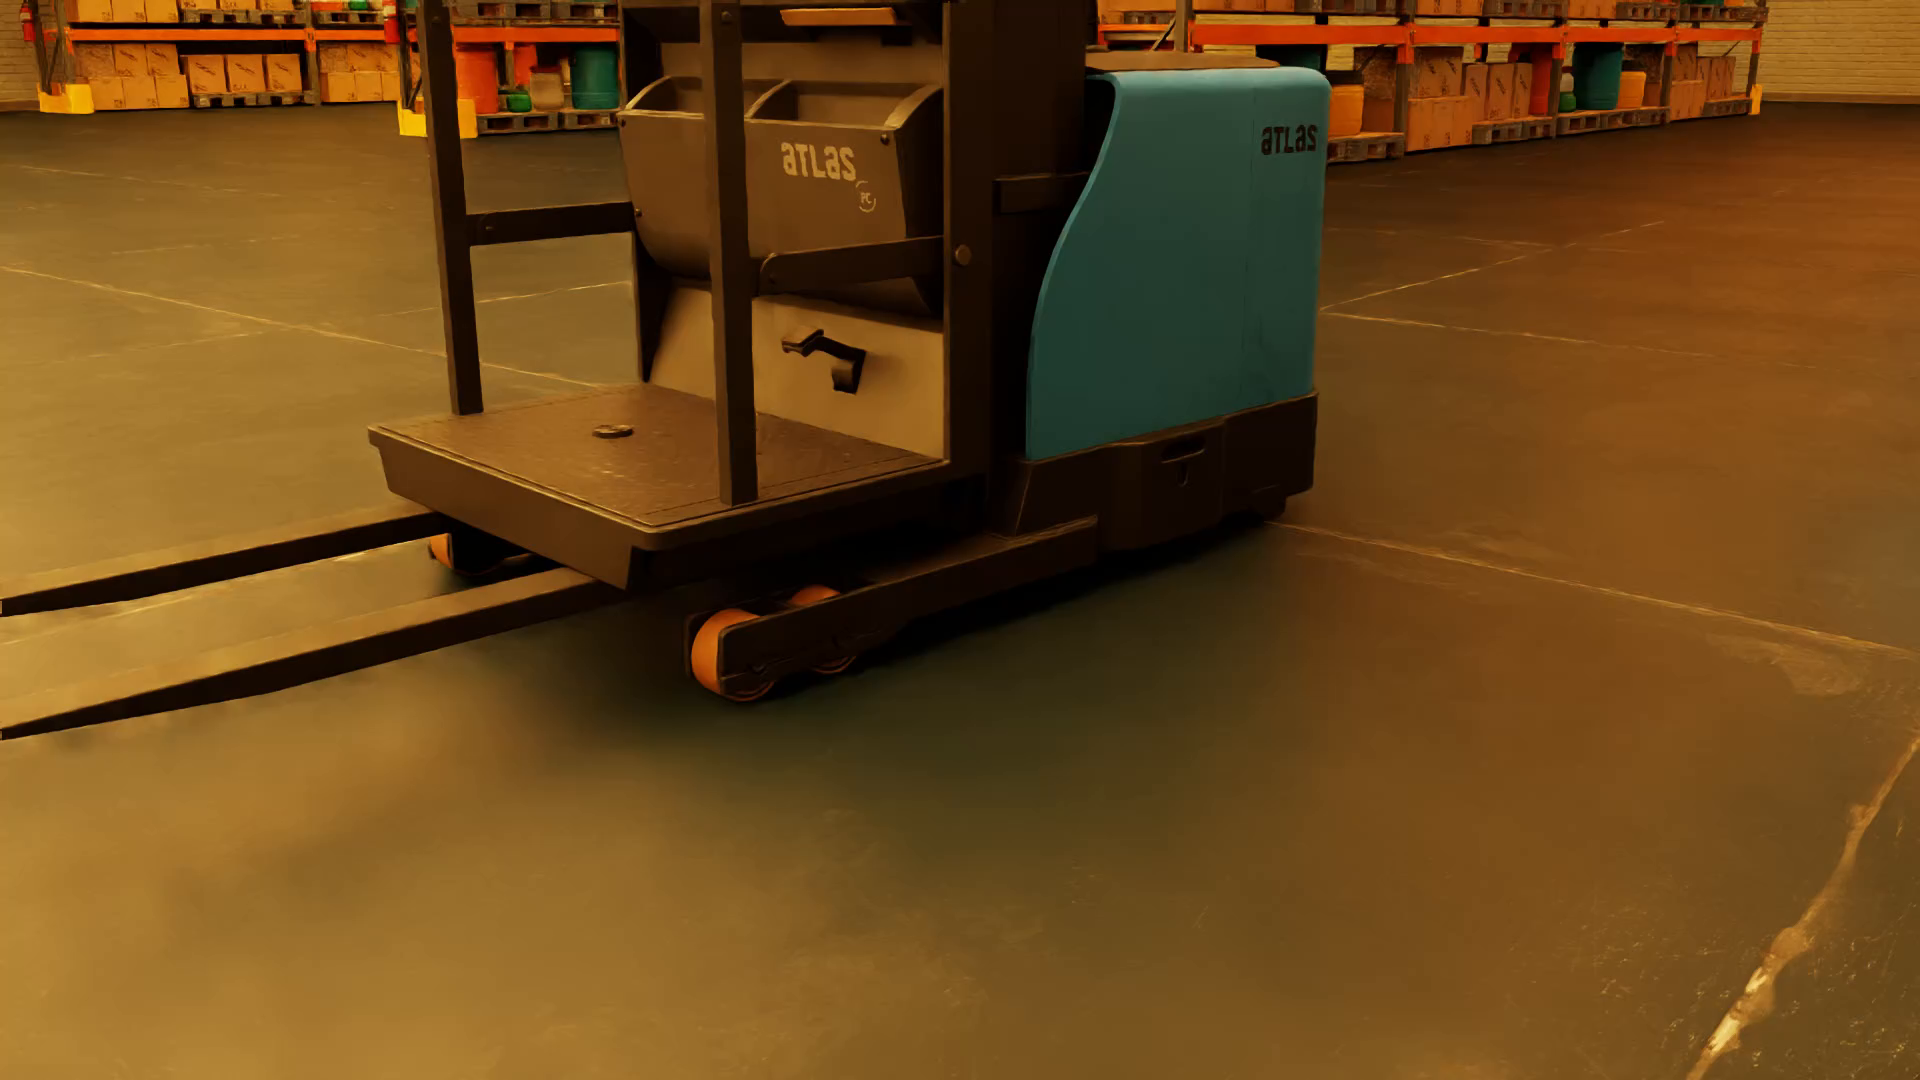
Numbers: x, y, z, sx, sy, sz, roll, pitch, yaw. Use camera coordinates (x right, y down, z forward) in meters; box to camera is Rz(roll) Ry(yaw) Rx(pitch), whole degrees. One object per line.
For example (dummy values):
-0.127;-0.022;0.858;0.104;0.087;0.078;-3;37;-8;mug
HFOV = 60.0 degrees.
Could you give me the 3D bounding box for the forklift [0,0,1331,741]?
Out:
-0.536;-1.281;3.116;3.031;2.935;1.130;-15;23;-41;forklift
